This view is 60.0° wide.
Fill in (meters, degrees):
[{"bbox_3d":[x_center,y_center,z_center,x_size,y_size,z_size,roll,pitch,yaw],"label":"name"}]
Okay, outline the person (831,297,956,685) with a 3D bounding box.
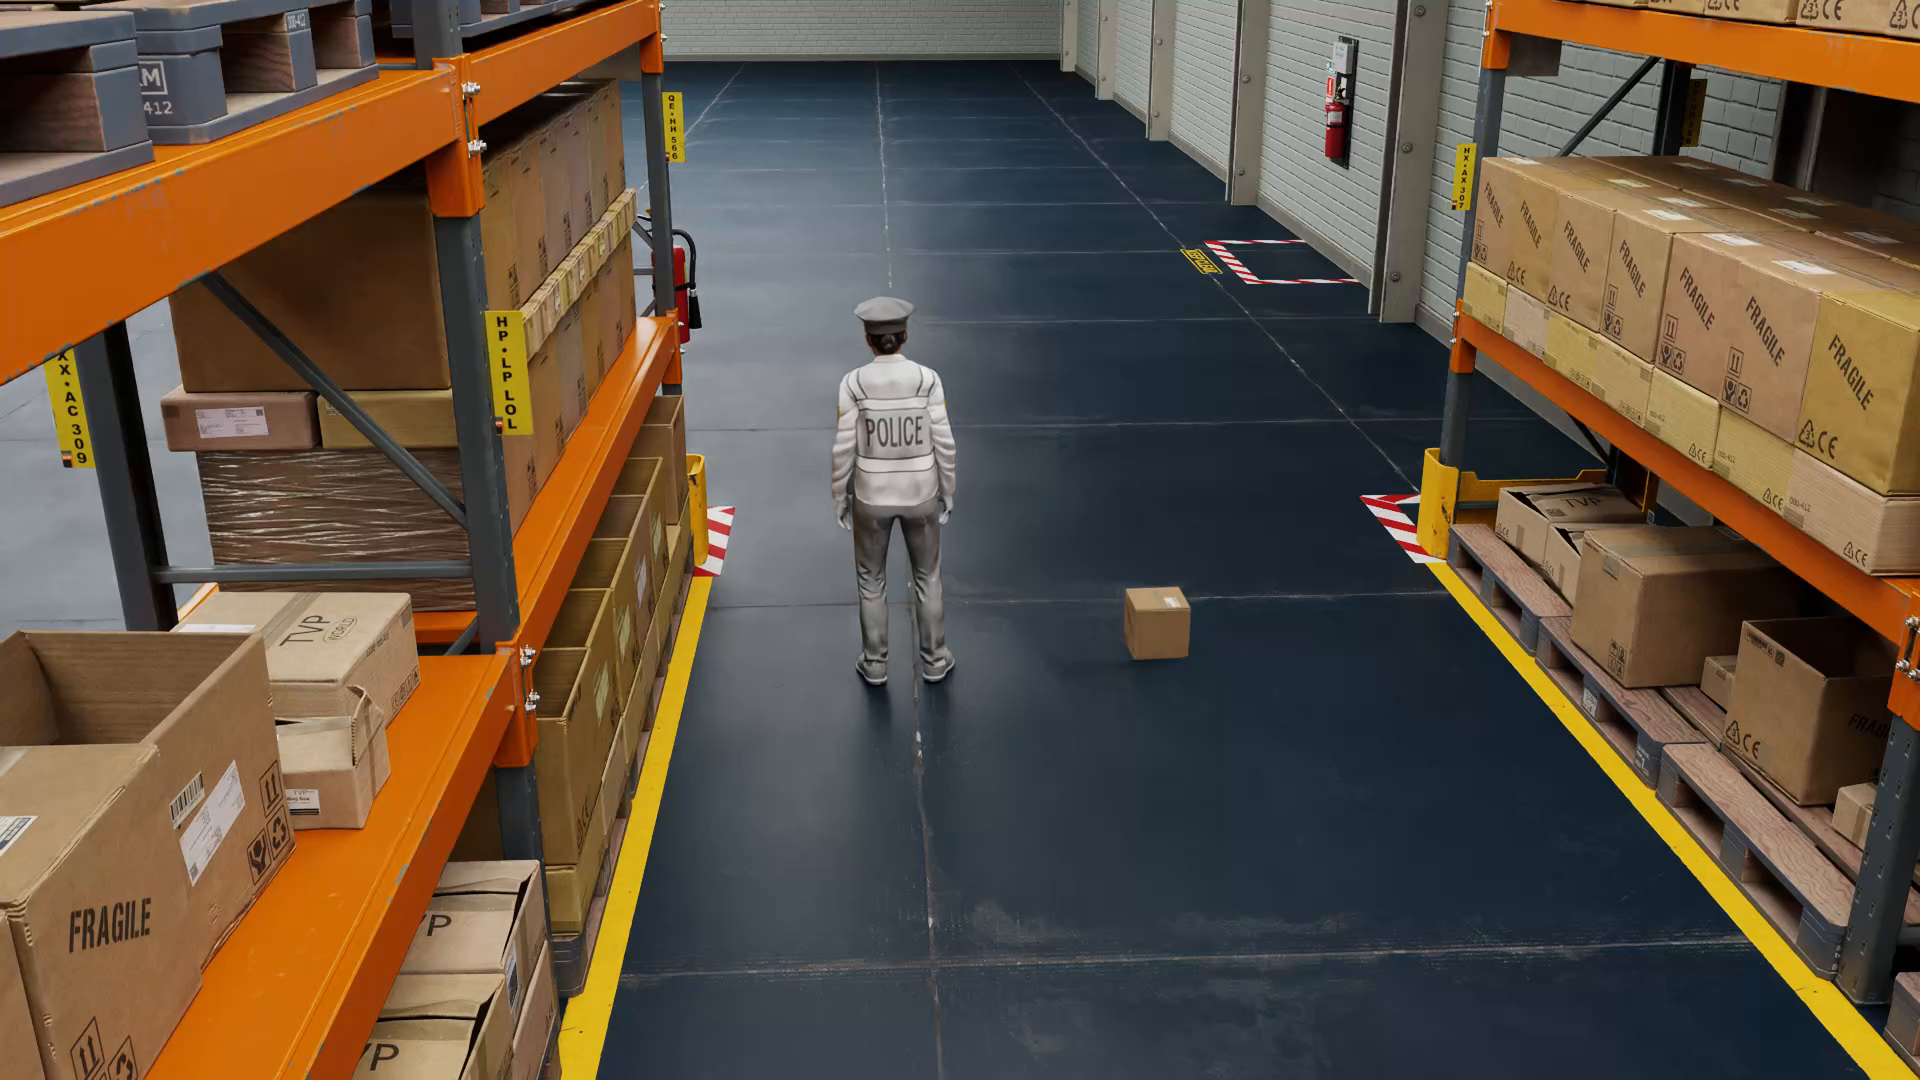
[{"bbox_3d":[-0.280,-0.179,7.051,0.531,1.662,0.376,-2,21,-6],"label":"person"}]
